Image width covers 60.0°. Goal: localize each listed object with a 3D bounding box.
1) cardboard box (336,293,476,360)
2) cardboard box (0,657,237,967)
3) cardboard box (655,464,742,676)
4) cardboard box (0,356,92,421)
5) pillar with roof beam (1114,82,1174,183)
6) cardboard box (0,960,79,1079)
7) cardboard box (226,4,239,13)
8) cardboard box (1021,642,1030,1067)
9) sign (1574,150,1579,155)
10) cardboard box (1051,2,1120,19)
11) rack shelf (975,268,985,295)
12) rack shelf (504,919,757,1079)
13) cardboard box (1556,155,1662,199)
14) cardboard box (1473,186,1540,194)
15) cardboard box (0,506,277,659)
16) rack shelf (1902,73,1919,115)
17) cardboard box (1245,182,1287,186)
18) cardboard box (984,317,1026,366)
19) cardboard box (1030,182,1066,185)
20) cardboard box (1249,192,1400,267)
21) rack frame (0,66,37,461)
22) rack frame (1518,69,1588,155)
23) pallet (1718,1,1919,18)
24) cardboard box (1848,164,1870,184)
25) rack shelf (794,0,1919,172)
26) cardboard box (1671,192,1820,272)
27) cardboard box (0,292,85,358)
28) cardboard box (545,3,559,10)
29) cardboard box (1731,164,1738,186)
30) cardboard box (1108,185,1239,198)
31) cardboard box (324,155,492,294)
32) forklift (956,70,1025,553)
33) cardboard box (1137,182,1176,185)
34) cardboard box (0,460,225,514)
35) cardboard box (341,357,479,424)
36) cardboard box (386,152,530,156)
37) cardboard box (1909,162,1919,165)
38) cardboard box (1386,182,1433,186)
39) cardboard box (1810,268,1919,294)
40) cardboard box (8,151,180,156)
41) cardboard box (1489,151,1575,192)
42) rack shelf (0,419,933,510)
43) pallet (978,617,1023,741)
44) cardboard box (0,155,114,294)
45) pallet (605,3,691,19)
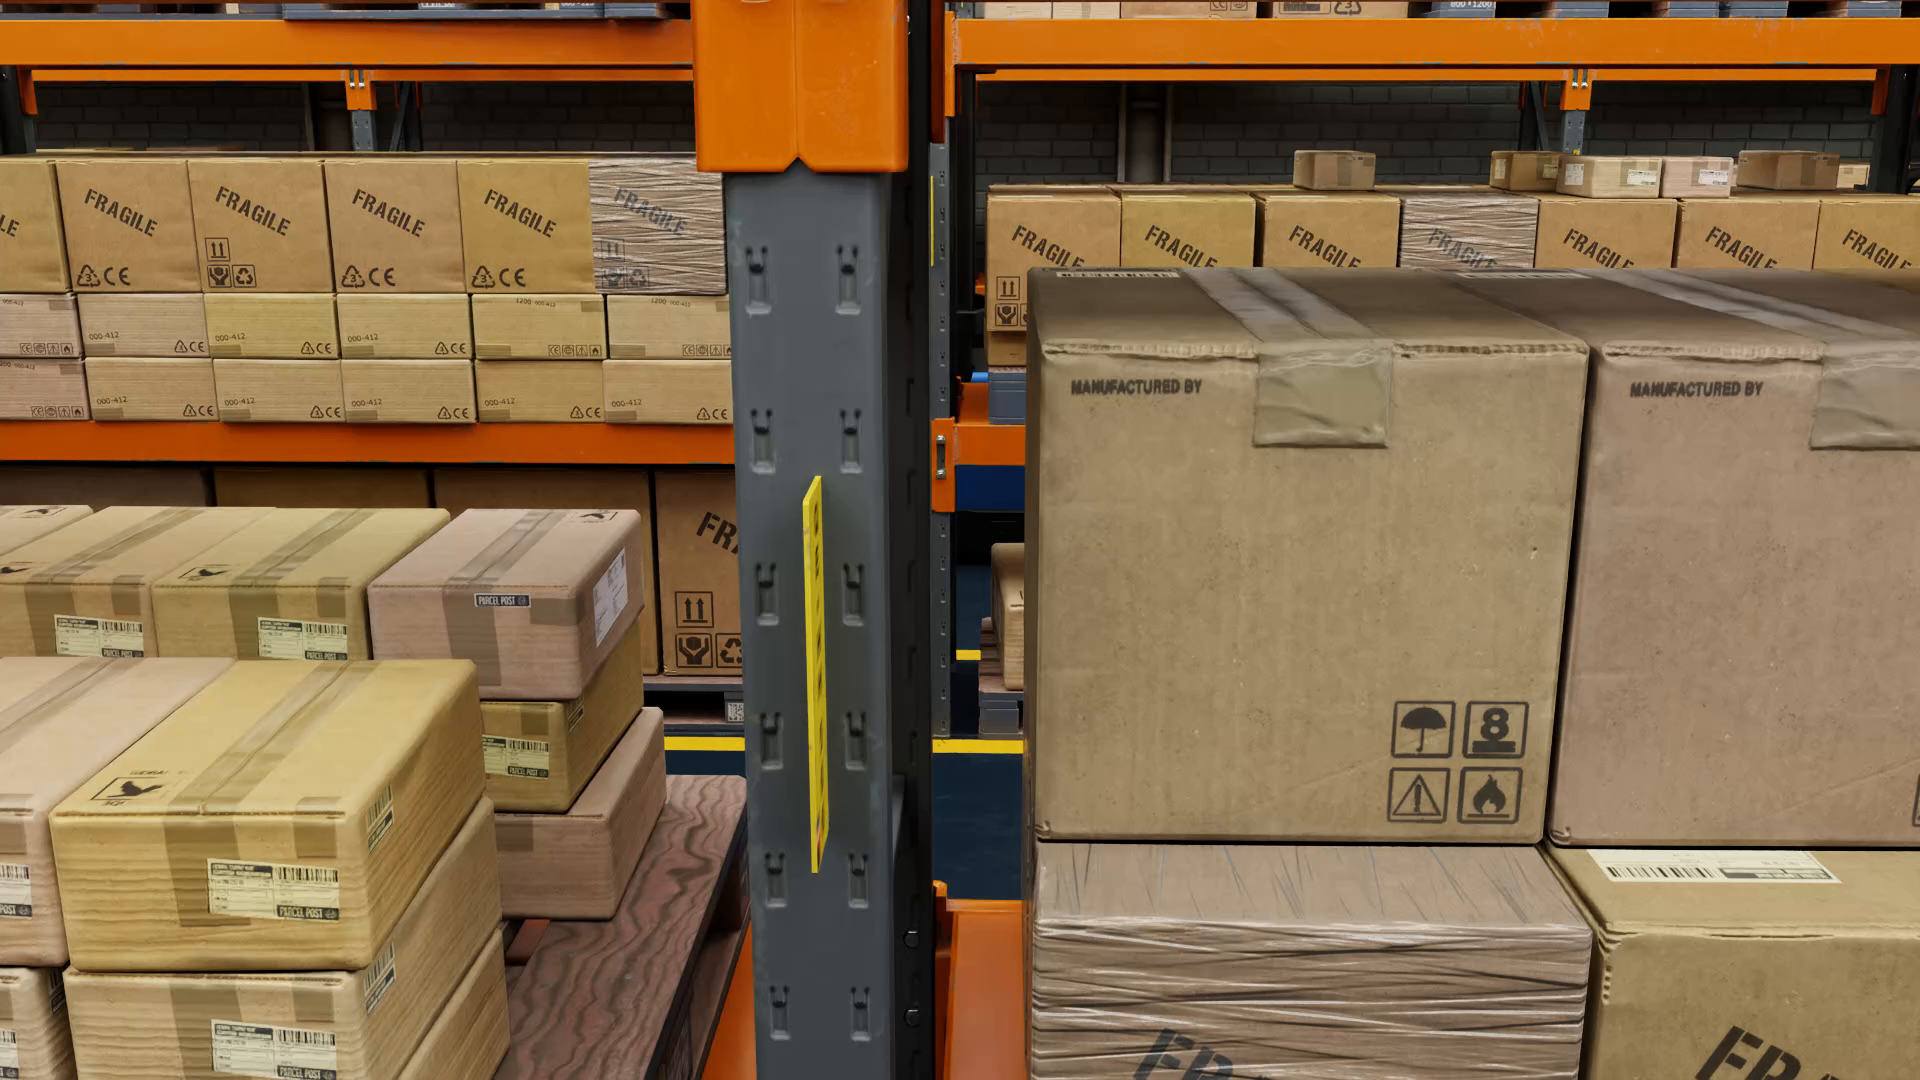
[{"bbox_3d":[-2.126,-0.877,6.599,0.500,0.250,0.500,0,15,0],"label":"cardboard box"},{"bbox_3d":[-0.870,0.239,1.556,0.250,0.149,0.380,0,15,1],"label":"cardboard box"},{"bbox_3d":[-0.780,0.033,7.178,0.875,0.875,0.875,0,15,1],"label":"cardboard box"},{"bbox_3d":[-3.657,-0.649,6.715,0.500,0.250,0.500,0,15,0],"label":"cardboard box"},{"bbox_3d":[1.248,-4.056,7.574,0.400,9.000,9.100,0,15,1],"label":"pillar with roof beam"},{"bbox_3d":[-0.889,0.383,1.593,0.250,0.149,0.380,1,15,4],"label":"cardboard box"},{"bbox_3d":[-4.976,-3.520,11.131,0.500,0.250,0.500,0,15,0],"label":"cardboard box"},{"bbox_3d":[0.340,0.383,2.312,0.500,0.500,0.500,0,15,1],"label":"cardboard box"},{"bbox_3d":[4.026,-2.389,10.900,0.005,0.325,0.100,0,15,1],"label":"sign"},{"bbox_3d":[0.474,-2.104,6.319,0.258,0.266,0.396,0,15,1],"label":"cardboard box"},{"bbox_3d":[2.031,-1.671,11.703,4.000,0.370,1.077,0,15,1],"label":"rack shelf"},{"bbox_3d":[-2.116,0.832,2.217,4.000,0.370,1.077,0,15,1],"label":"rack shelf"},{"bbox_3d":[2.476,-1.391,6.359,0.250,0.149,0.380,0,15,-1],"label":"cardboard box"},{"bbox_3d":[2.451,-1.221,6.986,0.500,0.500,0.500,0,15,1],"label":"cardboard box"},{"bbox_3d":[-1.088,0.072,2.192,0.250,0.149,0.380,0,15,1],"label":"cardboard box"},{"bbox_3d":[5.906,-1.829,6.424,4.000,0.370,1.077,0,15,1],"label":"rack shelf"},{"bbox_3d":[2.161,-2.447,11.766,0.250,0.149,0.380,1,15,2],"label":"cardboard box"},{"bbox_3d":[0.228,-0.798,6.654,0.250,0.149,0.380,0,15,-2],"label":"cardboard box"},{"bbox_3d":[0.626,-2.470,11.855,0.250,0.149,0.380,1,15,3],"label":"cardboard box"},{"bbox_3d":[1.404,-1.096,6.511,0.500,0.500,0.500,1,15,2],"label":"cardboard box"},{"bbox_3d":[-4.090,-0.792,6.962,0.127,3.000,1.000,0,15,1],"label":"rack frame"},{"bbox_3d":[4.030,-2.006,11.562,0.127,3.000,1.000,0,15,1],"label":"rack frame"},{"bbox_3d":[3.293,-2.131,6.524,1.003,0.211,1.213,0,15,1],"label":"pallet"},{"bbox_3d":[6.132,-2.443,11.167,0.250,0.149,0.380,1,15,2],"label":"cardboard box"},{"bbox_3d":[1.882,-0.592,1.736,4.000,0.370,1.077,0,15,1],"label":"rack shelf"},{"bbox_3d":[2.944,-1.082,6.461,0.500,0.500,0.500,0,15,2],"label":"cardboard box"},{"bbox_3d":[-3.658,-0.886,6.634,0.500,0.250,0.500,0,15,0],"label":"cardboard box"},{"bbox_3d":[-2.658,-3.529,10.928,0.250,0.149,0.380,0,15,1],"label":"cardboard box"},{"bbox_3d":[5.115,-2.428,11.112,0.250,0.149,0.380,1,15,3],"label":"cardboard box"},{"bbox_3d":[0.887,-1.229,7.014,0.500,0.500,0.500,0,15,1],"label":"cardboard box"},{"bbox_3d":[-2.130,-1.246,6.526,0.500,0.500,0.500,0,15,1],"label":"cardboard box"},{"bbox_3d":[-0.630,-1.422,9.485,3.031,2.935,1.130,0,15,2],"label":"forklift"},{"bbox_3d":[1.390,-2.447,11.769,0.250,0.149,0.380,0,15,1],"label":"cardboard box"},{"bbox_3d":[-3.469,0.016,7.241,0.875,0.875,0.875,1,15,3],"label":"cardboard box"},{"bbox_3d":[-2.129,-0.633,6.654,0.500,0.250,0.500,0,15,1],"label":"cardboard box"},{"bbox_3d":[-2.096,-1.376,7.018,0.500,0.500,0.500,1,15,2],"label":"cardboard box"},{"bbox_3d":[6.662,-2.551,11.580,0.250,0.149,0.380,1,15,3],"label":"cardboard box"},{"bbox_3d":[3.168,-2.442,11.747,0.250,0.149,0.380,0,15,1],"label":"cardboard box"},{"bbox_3d":[1.350,-0.024,1.893,0.500,0.500,0.700,0,15,1],"label":"cardboard box"},{"bbox_3d":[-3.637,-1.385,7.053,0.500,0.500,0.500,1,15,3],"label":"cardboard box"},{"bbox_3d":[2.357,-1.523,6.858,0.250,0.149,0.380,1,15,5],"label":"cardboard box"},{"bbox_3d":[-2.091,-0.431,7.004,4.000,0.370,1.077,0,15,1],"label":"rack shelf"},{"bbox_3d":[0.689,0.588,7.198,1.213,0.211,1.003,0,15,1],"label":"pallet"},{"bbox_3d":[-3.658,-1.248,6.533,0.500,0.500,0.500,1,15,2],"label":"cardboard box"},{"bbox_3d":[-0.737,-2.116,6.469,1.003,0.211,1.213,1,15,4],"label":"pallet"}]
